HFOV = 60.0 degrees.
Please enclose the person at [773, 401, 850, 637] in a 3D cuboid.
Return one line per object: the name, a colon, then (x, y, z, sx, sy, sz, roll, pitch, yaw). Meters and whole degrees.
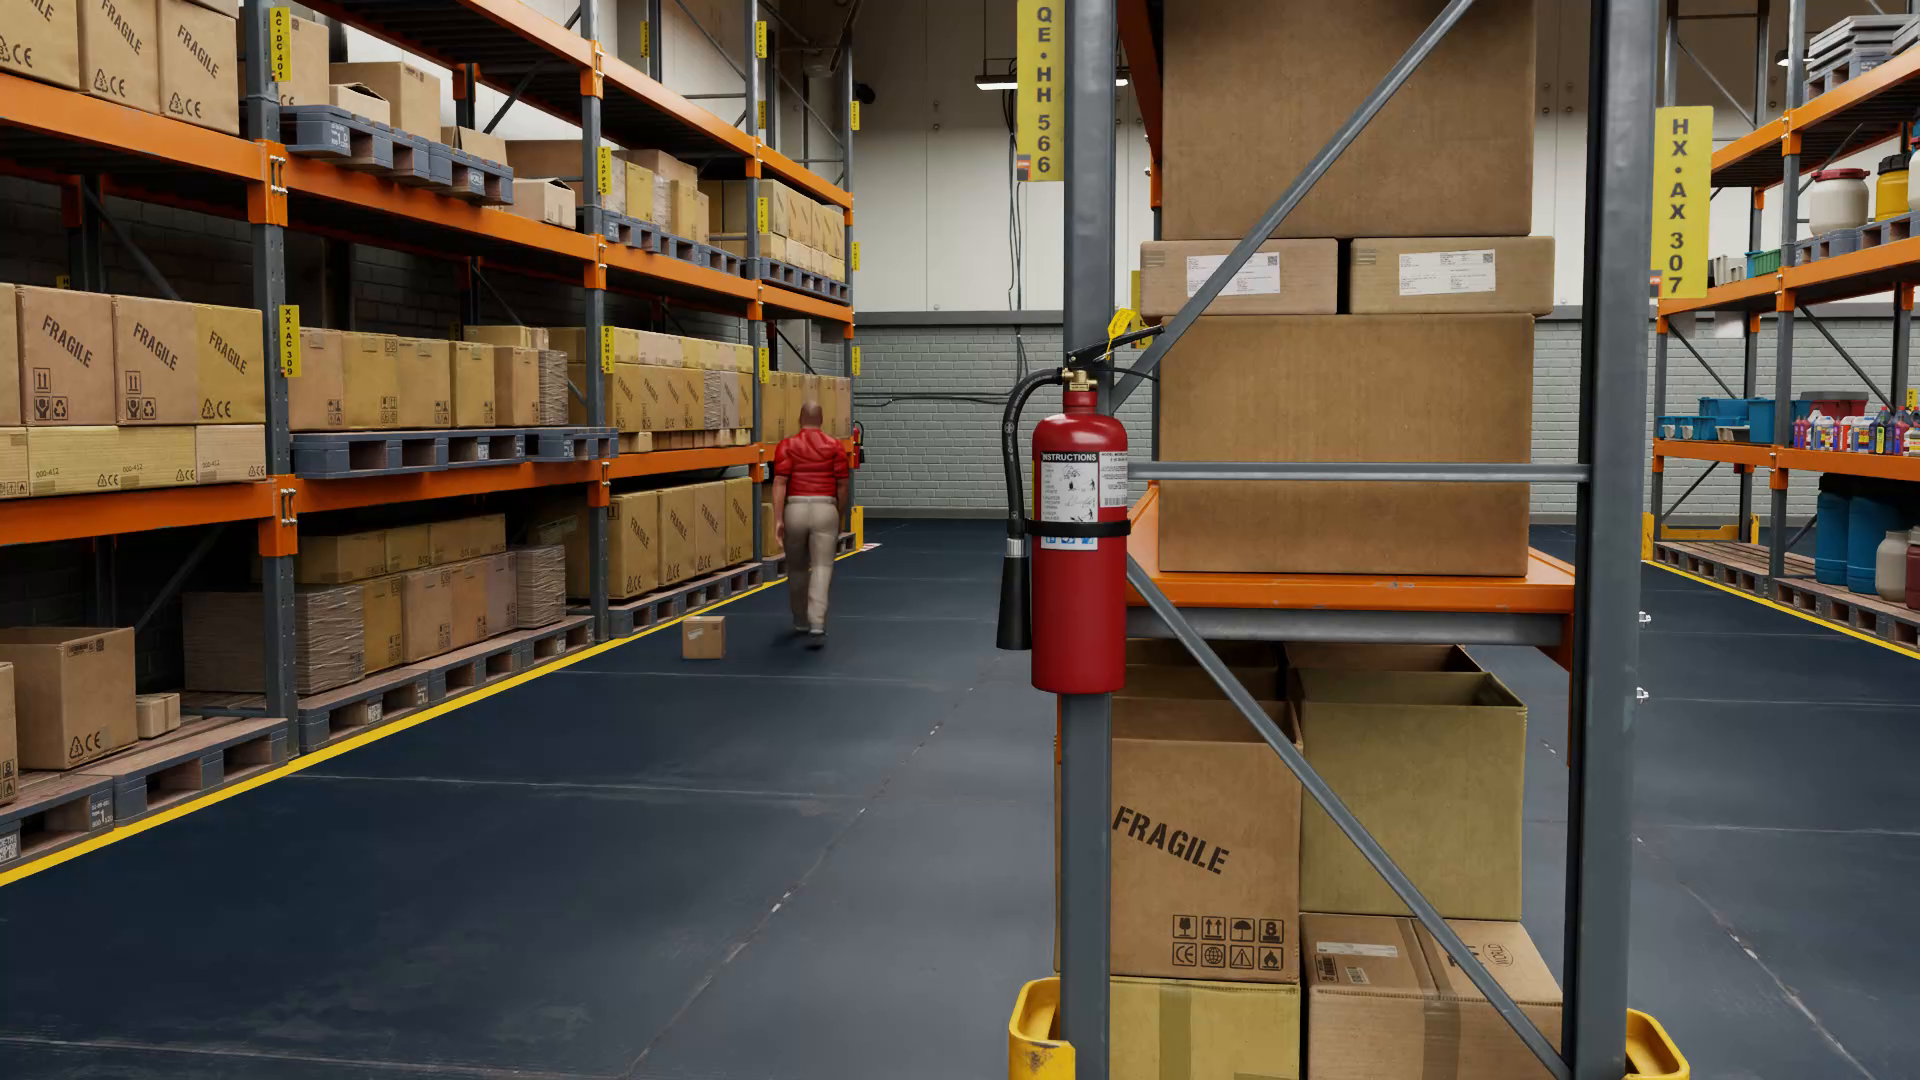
person: (-1.045, -0.149, 11.765, 0.532, 1.666, 1.091, 0, 4, 0)
